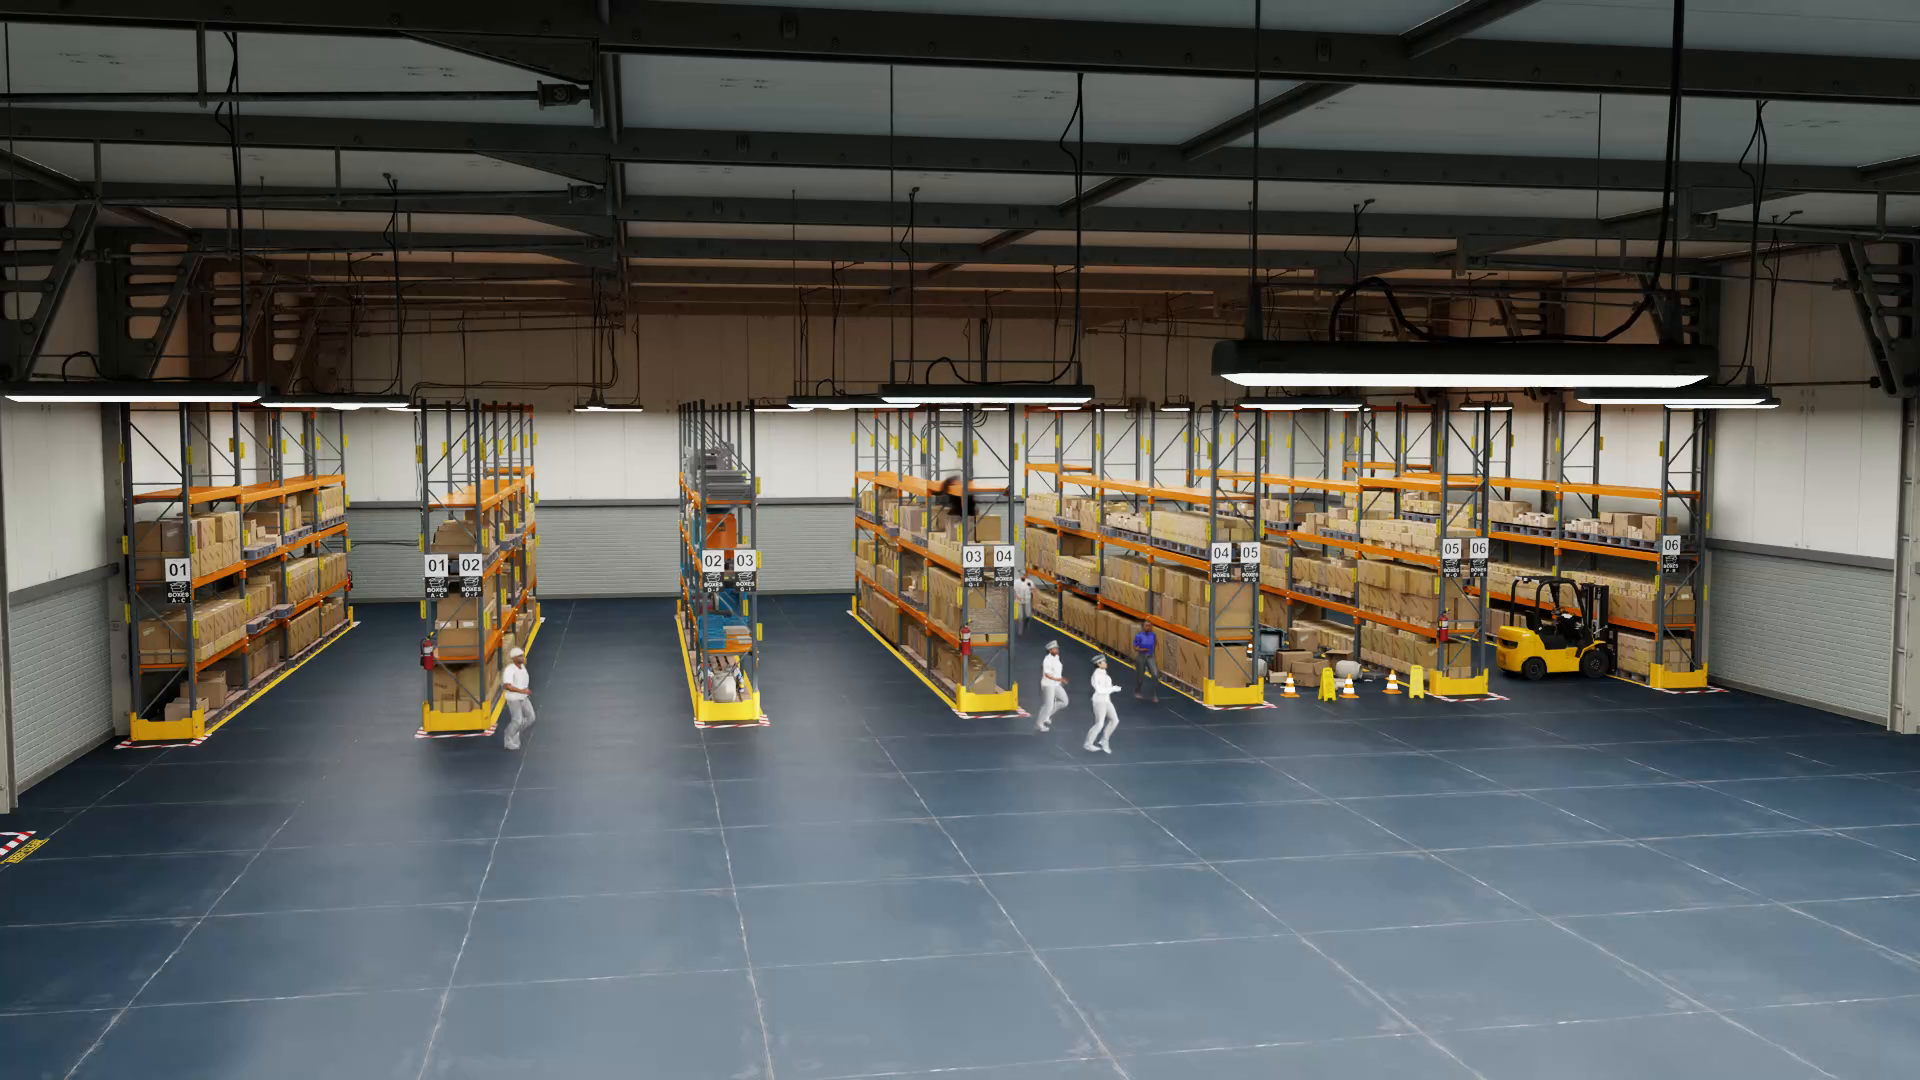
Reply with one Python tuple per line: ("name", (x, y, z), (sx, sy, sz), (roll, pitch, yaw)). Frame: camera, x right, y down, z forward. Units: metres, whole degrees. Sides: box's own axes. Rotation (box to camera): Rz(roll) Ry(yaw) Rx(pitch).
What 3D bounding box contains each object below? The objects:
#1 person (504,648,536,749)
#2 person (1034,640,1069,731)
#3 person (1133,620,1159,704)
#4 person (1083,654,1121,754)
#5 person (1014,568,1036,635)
("person", (-7.523, 2.704, 28.458), (0.620, 1.733, 0.732), (1, 4, 15))
("person", (1.697, 2.628, 30.076), (0.701, 1.650, 0.601), (3, 5, 34))
("person", (3.689, 2.418, 33.092), (0.594, 1.665, 0.795), (-1, 4, -15))
("person", (2.418, 2.768, 28.063), (0.659, 1.728, 0.592), (1, 5, 19))
("person", (1.660, 1.601, 43.009), (0.706, 1.730, 0.608), (-1, 4, -7))
